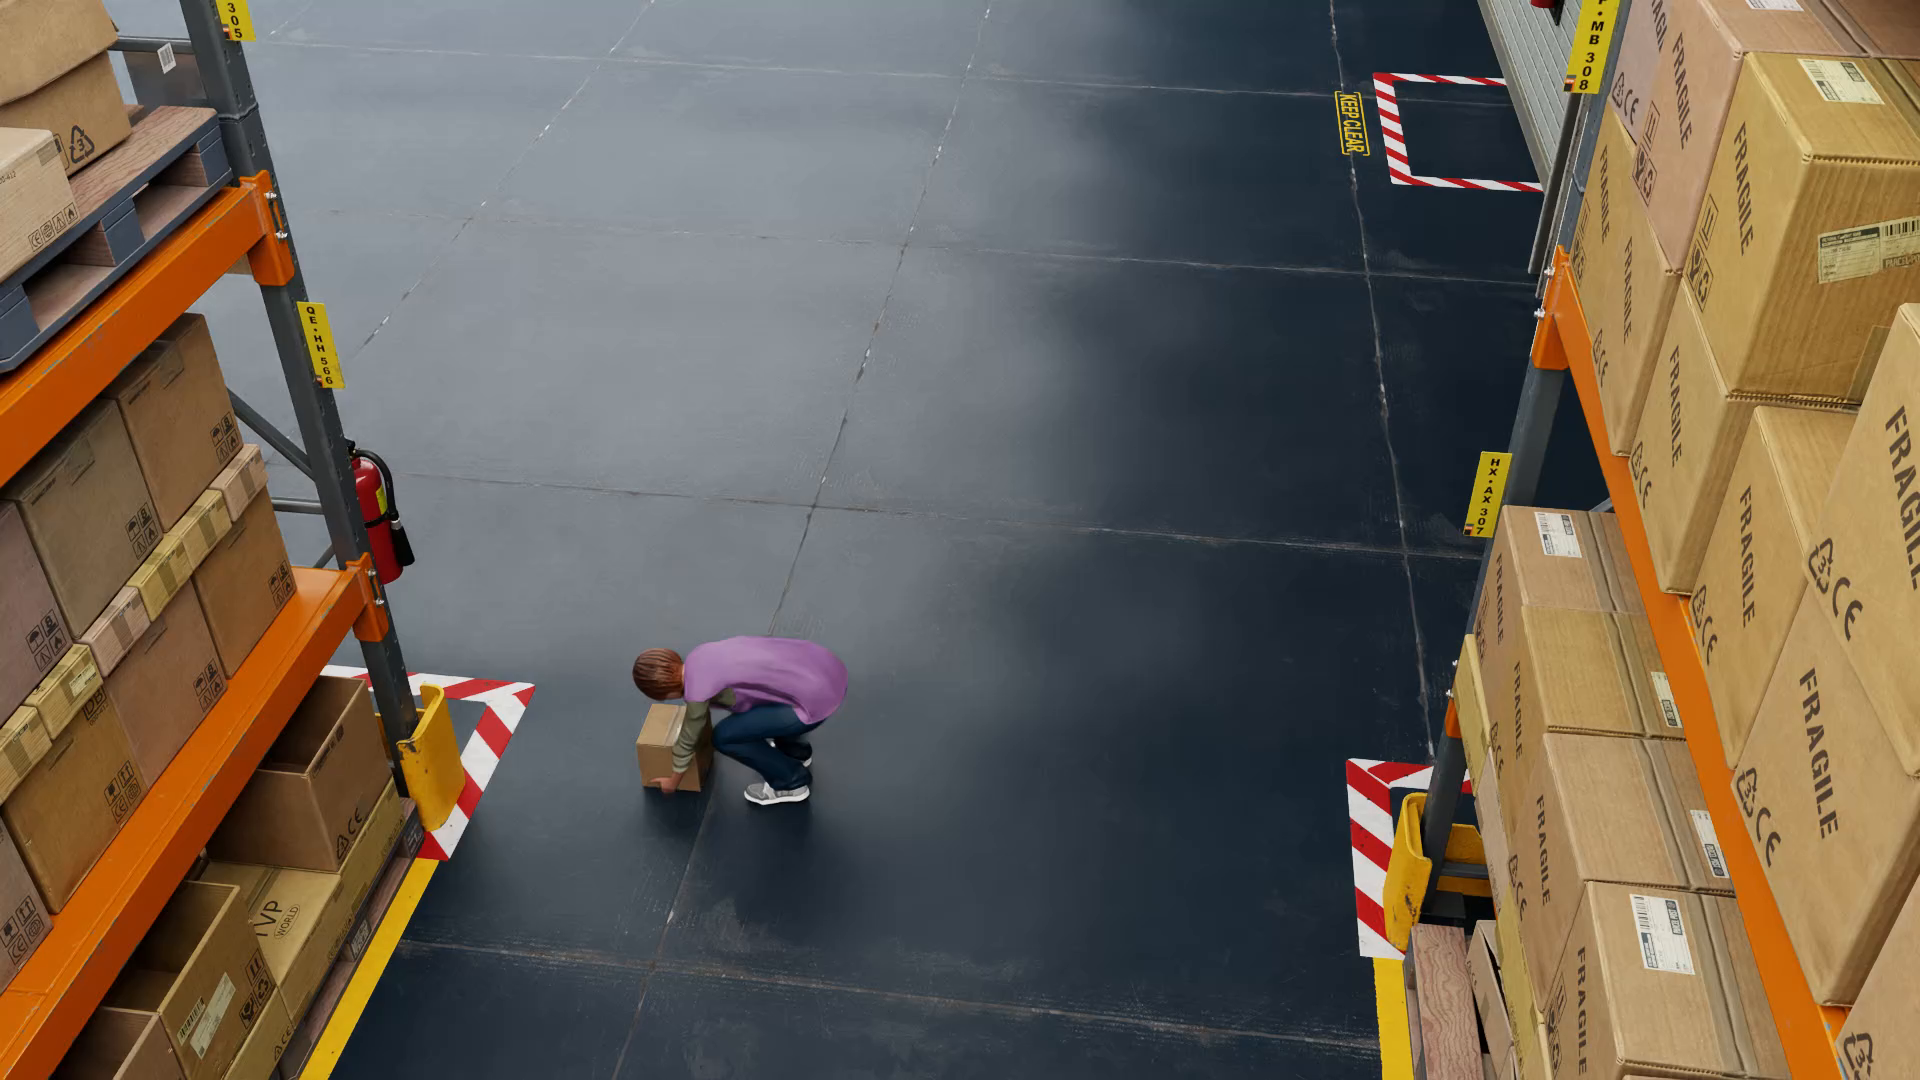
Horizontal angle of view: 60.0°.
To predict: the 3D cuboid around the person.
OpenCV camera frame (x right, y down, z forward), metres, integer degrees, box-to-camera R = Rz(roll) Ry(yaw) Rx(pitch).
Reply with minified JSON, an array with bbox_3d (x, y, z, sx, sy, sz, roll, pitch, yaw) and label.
[{"bbox_3d":[-0.888,0.730,6.837,0.872,0.723,0.418,3,37,5],"label":"person"}]
